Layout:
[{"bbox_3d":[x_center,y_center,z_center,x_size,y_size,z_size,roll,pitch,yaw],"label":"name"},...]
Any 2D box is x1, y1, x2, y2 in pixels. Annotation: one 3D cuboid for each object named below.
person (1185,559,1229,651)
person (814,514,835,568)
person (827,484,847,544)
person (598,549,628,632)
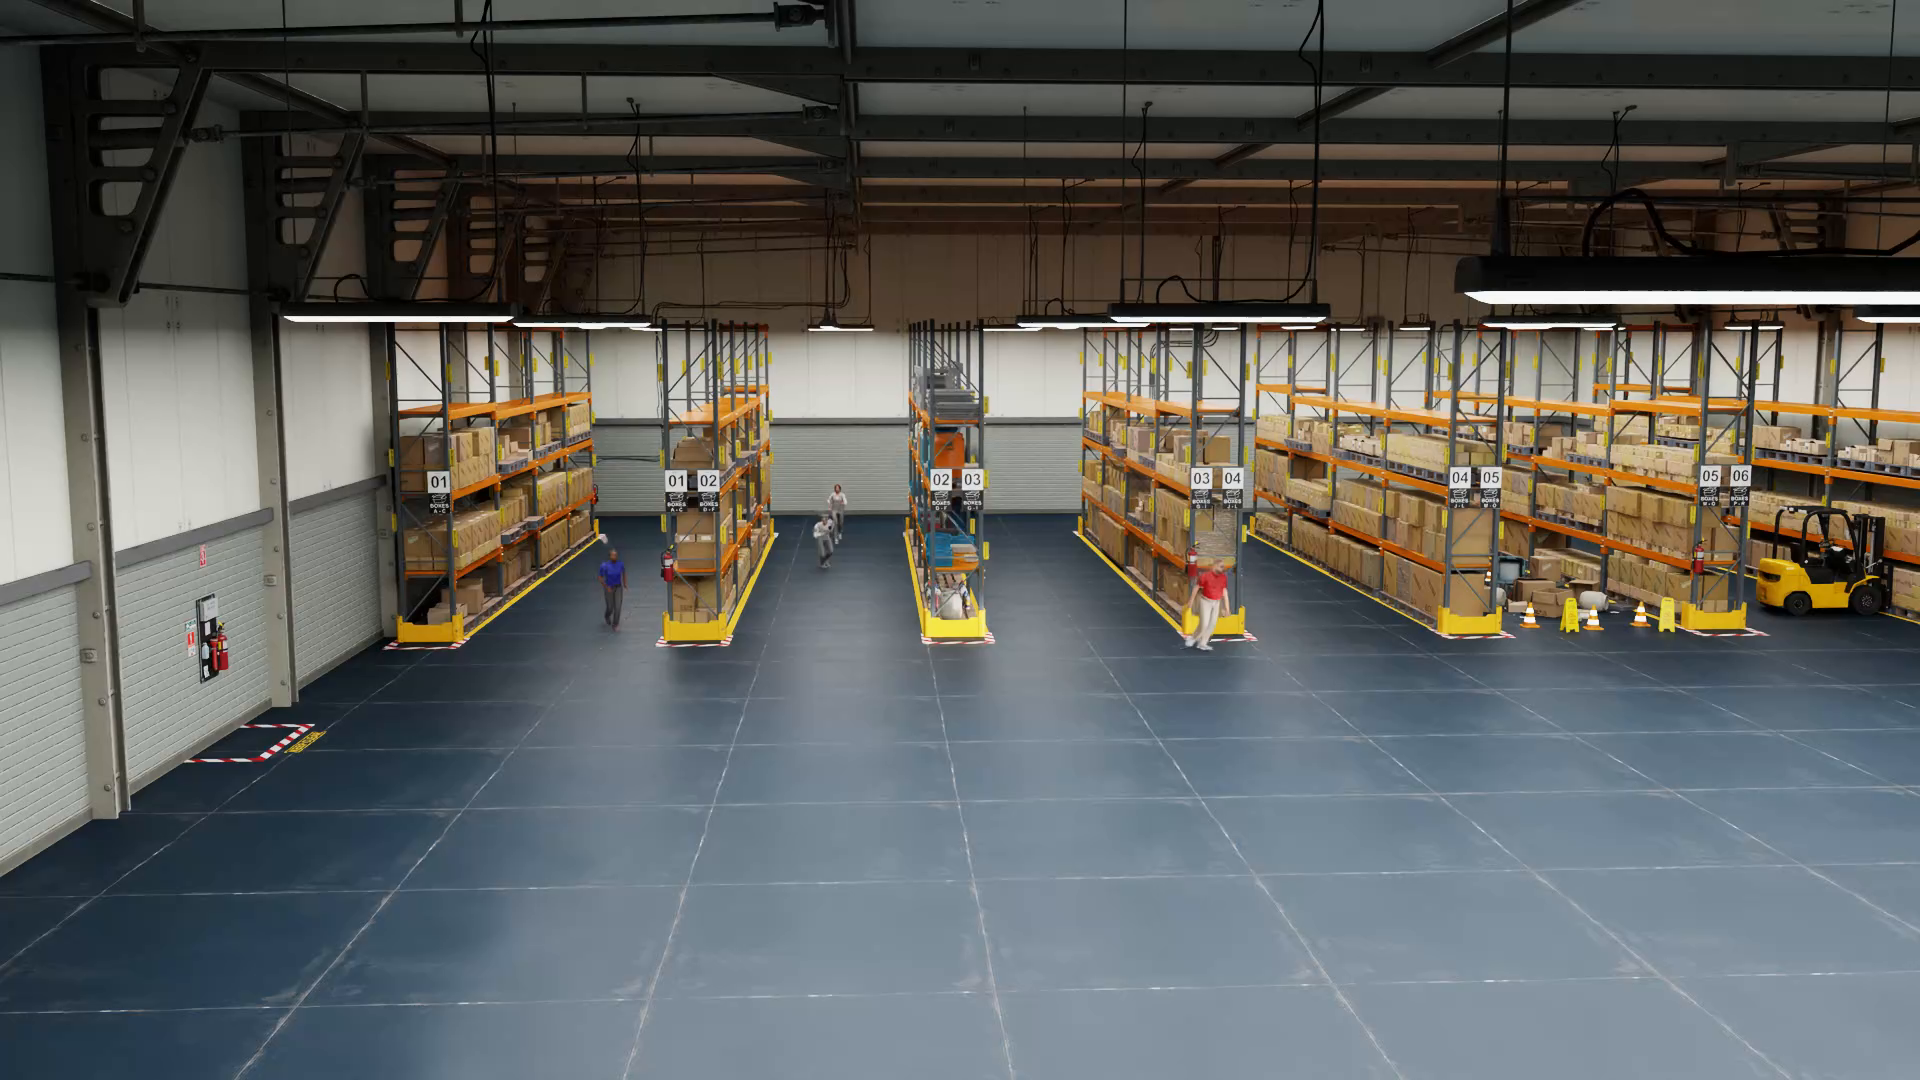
[{"bbox_3d":[4.497,1.172,30.186,0.709,1.691,0.570,-4,8,-29],"label":"person"},{"bbox_3d":[-3.302,0.026,40.537,0.607,1.387,0.935,-3,8,-21],"label":"person"},{"bbox_3d":[-3.395,-0.741,45.757,0.486,1.594,0.887,-1,7,-6],"label":"person"},{"bbox_3d":[-6.755,0.957,32.282,0.577,1.606,0.691,-3,8,-24],"label":"person"}]
